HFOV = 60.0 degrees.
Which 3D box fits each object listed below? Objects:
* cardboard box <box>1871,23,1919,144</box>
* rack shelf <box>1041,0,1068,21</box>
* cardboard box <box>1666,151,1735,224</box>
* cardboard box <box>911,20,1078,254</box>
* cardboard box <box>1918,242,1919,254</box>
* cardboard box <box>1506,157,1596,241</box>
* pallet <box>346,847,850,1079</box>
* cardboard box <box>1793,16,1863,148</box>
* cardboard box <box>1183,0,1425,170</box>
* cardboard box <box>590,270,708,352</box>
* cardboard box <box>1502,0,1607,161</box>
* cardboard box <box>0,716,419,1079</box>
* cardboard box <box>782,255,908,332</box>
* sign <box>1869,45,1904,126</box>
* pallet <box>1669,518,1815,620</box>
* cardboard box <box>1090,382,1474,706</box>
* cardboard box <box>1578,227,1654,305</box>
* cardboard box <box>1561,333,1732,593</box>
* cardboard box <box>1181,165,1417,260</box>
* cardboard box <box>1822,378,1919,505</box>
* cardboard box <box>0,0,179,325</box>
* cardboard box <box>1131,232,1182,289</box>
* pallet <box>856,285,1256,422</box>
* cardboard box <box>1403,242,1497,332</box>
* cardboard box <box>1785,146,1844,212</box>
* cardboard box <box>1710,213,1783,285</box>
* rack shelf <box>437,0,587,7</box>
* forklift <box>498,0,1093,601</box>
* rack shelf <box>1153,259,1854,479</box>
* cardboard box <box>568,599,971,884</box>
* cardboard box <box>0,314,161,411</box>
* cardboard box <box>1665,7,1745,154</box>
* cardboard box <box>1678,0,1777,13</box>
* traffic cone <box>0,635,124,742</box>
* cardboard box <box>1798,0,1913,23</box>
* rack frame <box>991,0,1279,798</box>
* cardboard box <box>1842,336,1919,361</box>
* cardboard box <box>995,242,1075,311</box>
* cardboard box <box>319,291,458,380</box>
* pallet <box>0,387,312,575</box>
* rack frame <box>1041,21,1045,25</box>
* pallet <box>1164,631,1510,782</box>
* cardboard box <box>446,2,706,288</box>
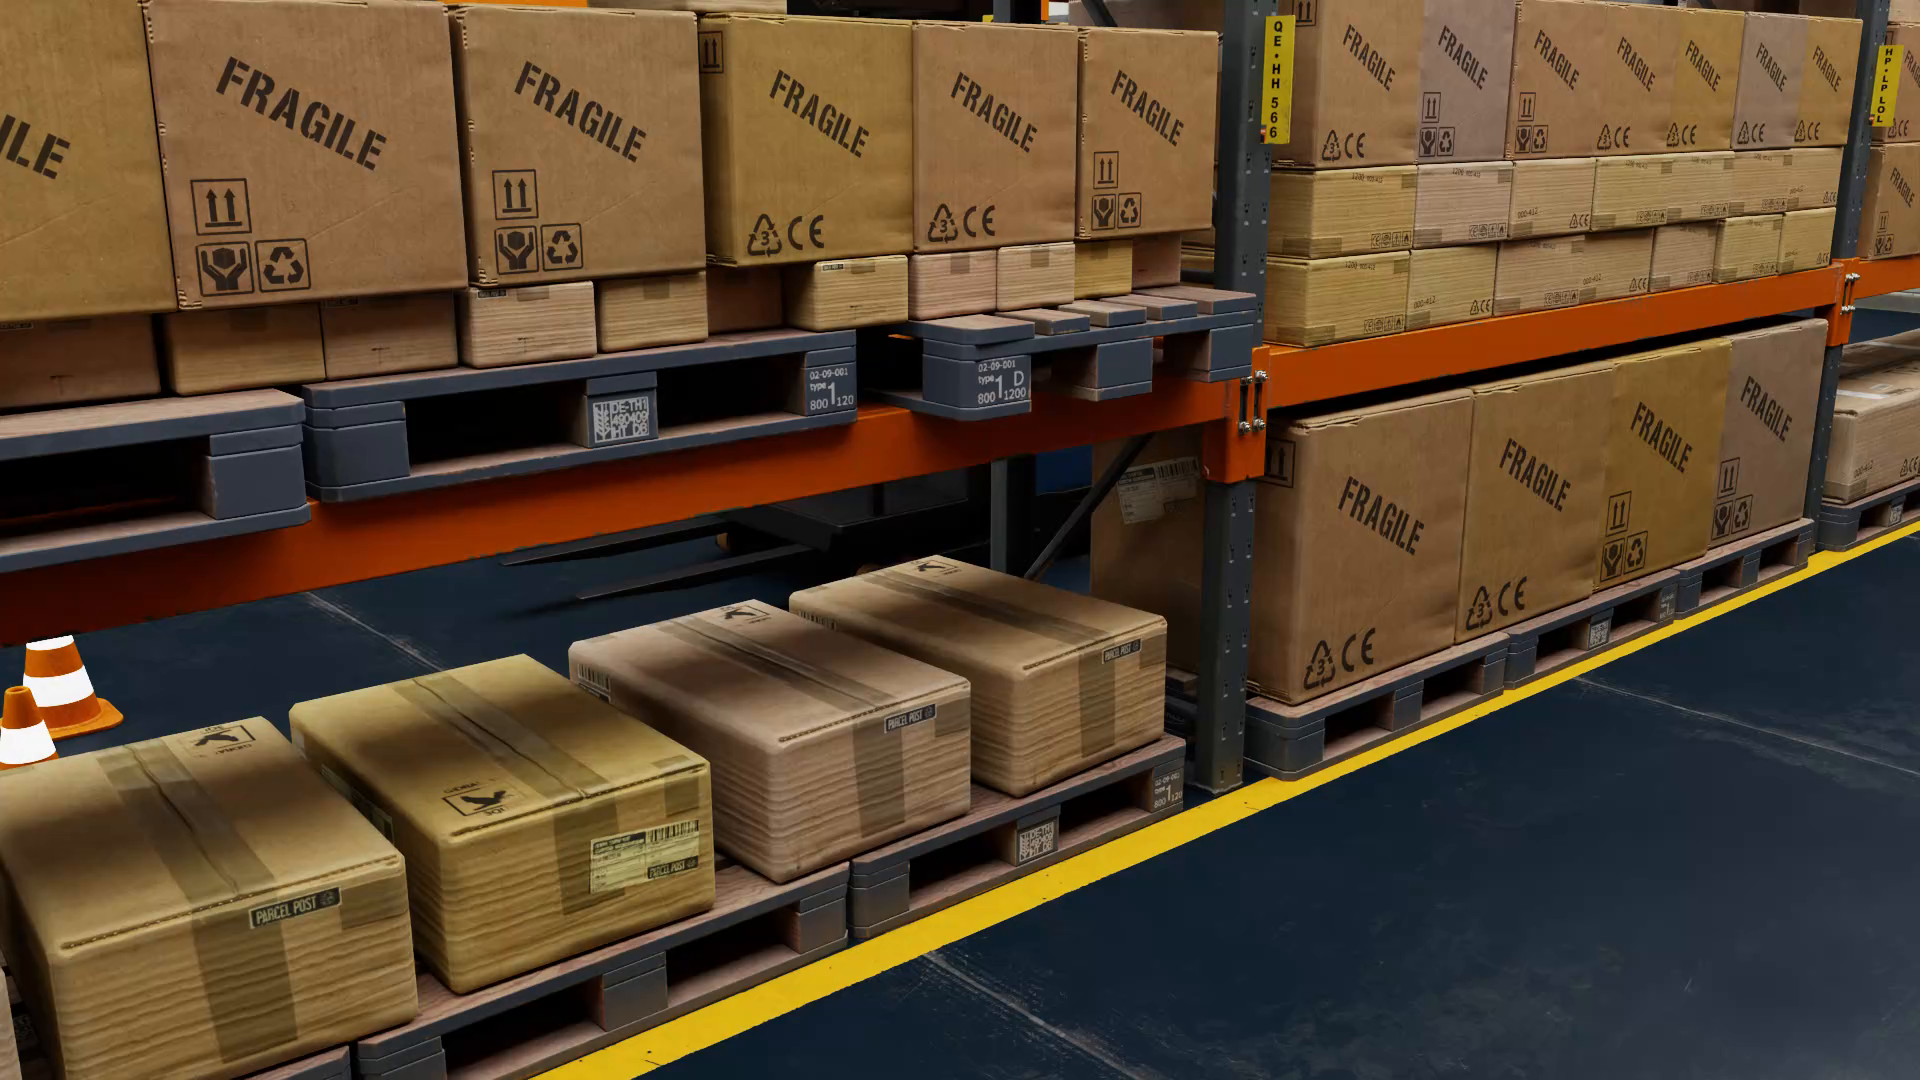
[{"bbox_3d":[4.008,-2.039,7.438,0.500,0.500,0.500,-12,19,-39],"label":"cardboard box"},{"bbox_3d":[1.673,-3.861,11.972,4.000,0.370,1.077,-13,19,-39],"label":"rack shelf"},{"bbox_3d":[2.558,-1.346,6.297,0.500,0.250,0.500,-12,19,-38],"label":"cardboard box"},{"bbox_3d":[-0.071,-0.970,3.986,0.500,0.500,0.500,-13,20,-40],"label":"cardboard box"},{"bbox_3d":[4.398,-1.635,7.865,0.500,0.500,0.500,-12,19,-39],"label":"cardboard box"},{"bbox_3d":[1.791,-1.172,5.648,0.500,0.250,0.500,-13,20,-40],"label":"cardboard box"},{"bbox_3d":[-1.038,0.889,4.013,1.213,0.211,1.003,-13,19,-39],"label":"pallet"},{"bbox_3d":[3.317,-1.880,6.846,0.500,0.500,0.500,-12,19,-38],"label":"cardboard box"},{"bbox_3d":[1.005,-1.363,4.910,0.500,0.500,0.500,-14,20,-41],"label":"cardboard box"},{"bbox_3d":[-0.738,-0.498,3.476,0.250,0.149,0.380,-13,20,-41],"label":"cardboard box"},{"bbox_3d":[1.773,-1.534,5.549,0.500,0.500,0.500,-12,19,-38],"label":"cardboard box"},{"bbox_3d":[-1.611,0.736,3.459,0.625,0.372,0.950,-11,19,-36],"label":"cardboard box"},{"bbox_3d":[-0.330,-0.575,3.763,0.250,0.149,0.380,-12,19,-38],"label":"cardboard box"},{"bbox_3d":[3.853,-1.891,6.926,0.005,0.325,0.100,-13,19,-39],"label":"sign"},{"bbox_3d":[2.957,0.019,7.270,1.213,0.211,1.003,-13,19,-39],"label":"pallet"},{"bbox_3d":[1.048,-0.073,5.515,0.875,0.875,0.875,-13,20,-40],"label":"cardboard box"},{"bbox_3d":[2.152,-1.020,6.047,0.500,0.250,0.500,-13,19,-39],"label":"cardboard box"},{"bbox_3d":[2.398,-0.375,6.645,0.875,0.875,0.875,-12,19,-38],"label":"cardboard box"},{"bbox_3d":[1.017,-1.003,5.014,0.500,0.250,0.500,-13,20,-40],"label":"cardboard box"},{"bbox_3d":[4.034,-0.524,8.051,0.875,0.438,0.875,-13,20,-40],"label":"cardboard box"},{"bbox_3d":[-1.626,-0.622,2.682,0.500,0.500,0.500,-13,19,-39],"label":"cardboard box"},{"bbox_3d":[0.379,-0.776,4.517,0.250,0.149,0.380,-12,19,-37],"label":"cardboard box"},{"bbox_3d":[0.004,-0.562,4.413,1.003,0.211,1.213,-13,19,-39],"label":"pallet"},{"bbox_3d":[1.382,-0.848,5.403,0.500,0.250,0.500,-13,20,-41],"label":"cardboard box"},{"bbox_3d":[3.317,-1.521,6.953,0.500,0.250,0.500,-13,20,-39],"label":"cardboard box"},{"bbox_3d":[2.932,-1.190,6.684,0.500,0.250,0.500,-13,20,-40],"label":"cardboard box"},{"bbox_3d":[-4.524,-4.166,13.115,4.000,0.370,1.077,-13,19,-39],"label":"rack shelf"},{"bbox_3d":[-0.471,-1.308,6.968,3.031,2.935,1.130,-13,20,-40],"label":"forklift"},{"bbox_3d":[1.981,-0.787,6.279,4.000,0.370,1.077,-13,19,-39],"label":"rack shelf"},{"bbox_3d":[-0.512,0.491,4.378,0.625,0.372,0.950,-13,20,-40],"label":"cardboard box"},{"bbox_3d":[-1.563,-0.336,2.867,0.250,0.149,0.380,-11,19,-36],"label":"cardboard box"},{"bbox_3d":[2.537,-1.709,6.206,0.500,0.500,0.500,-12,19,-38],"label":"cardboard box"},{"bbox_3d":[3.513,-2.433,7.656,0.250,0.149,0.380,-13,20,-40],"label":"cardboard box"},{"bbox_3d":[-2.967,0.381,5.428,0.334,0.463,0.336,-13,19,-39],"label":"traffic cone"},{"bbox_3d":[3.898,-2.321,7.240,0.250,0.149,0.380,-13,20,-40],"label":"cardboard box"},{"bbox_3d":[0.472,-0.796,4.918,0.127,3.000,1.000,-13,19,-39],"label":"rack frame"},{"bbox_3d":[5.390,-0.828,9.190,0.875,0.438,0.875,-12,19,-38],"label":"cardboard box"},{"bbox_3d":[0.064,-0.665,4.101,0.250,0.149,0.380,-13,20,-40],"label":"cardboard box"},{"bbox_3d":[-1.154,-0.413,3.155,0.250,0.149,0.380,-12,19,-39],"label":"cardboard box"},{"bbox_3d":[-1.873,-0.127,2.784,1.213,0.211,1.003,-13,19,-39],"label":"pallet"},{"bbox_3d":[0.164,-2.420,10.998,0.127,3.000,1.000,-13,19,-39],"label":"rack frame"},{"bbox_3d":[1.116,0.432,5.723,1.213,0.211,1.003,-13,19,-39],"label":"pallet"},{"bbox_3d":[-0.864,-0.792,3.319,0.500,0.500,0.500,-14,20,-42],"label":"cardboard box"}]
